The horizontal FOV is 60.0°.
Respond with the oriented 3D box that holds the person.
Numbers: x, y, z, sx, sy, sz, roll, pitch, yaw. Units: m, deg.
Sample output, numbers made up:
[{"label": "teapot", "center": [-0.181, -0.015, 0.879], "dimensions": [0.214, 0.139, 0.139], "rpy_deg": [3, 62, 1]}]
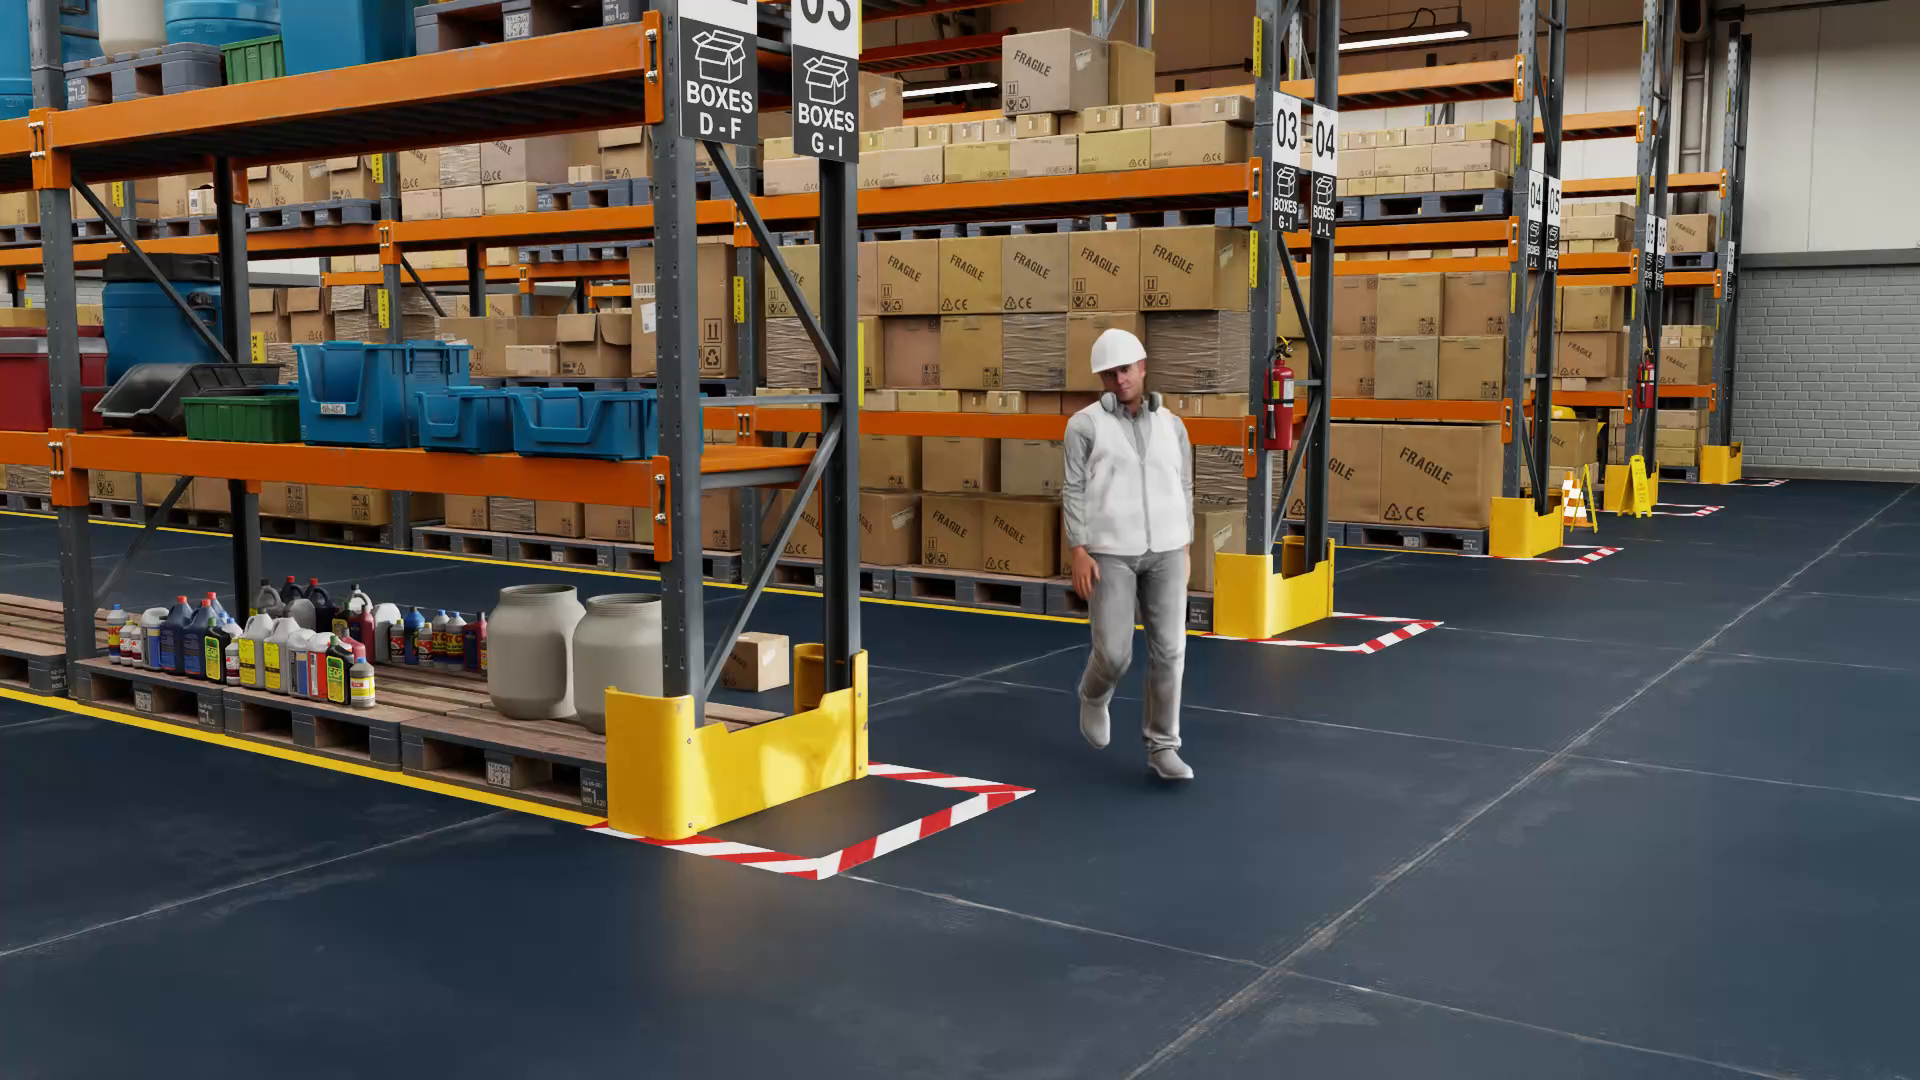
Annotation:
[{"label": "person", "center": [0.676, 0.046, 6.569], "dimensions": [0.562, 1.751, 0.594], "rpy_deg": [-2, 7, -17]}]
